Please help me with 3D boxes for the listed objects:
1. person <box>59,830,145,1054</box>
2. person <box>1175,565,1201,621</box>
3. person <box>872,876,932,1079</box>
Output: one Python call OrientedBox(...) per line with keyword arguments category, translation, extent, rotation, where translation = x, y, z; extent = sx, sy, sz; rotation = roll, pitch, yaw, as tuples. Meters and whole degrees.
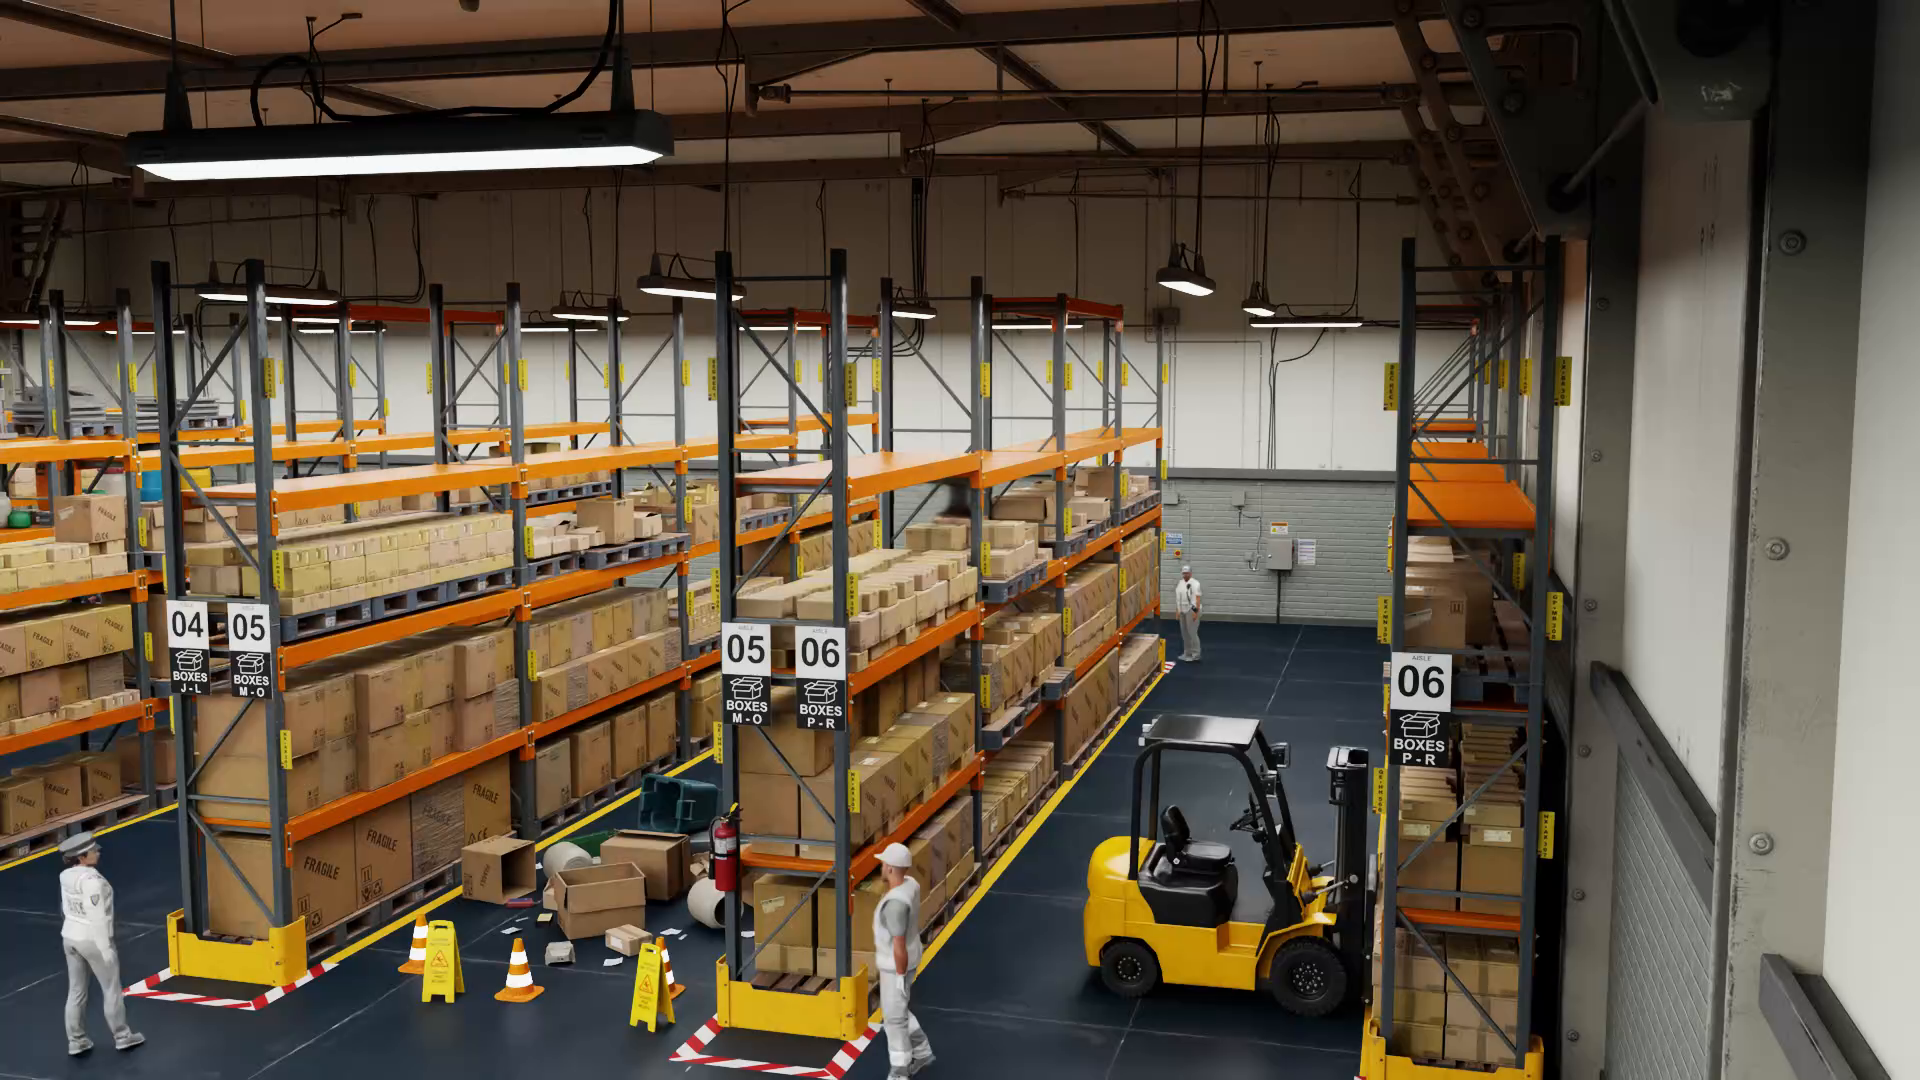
OrientedBox(category="person", translation=(-6.479, 3.004, 12.507), extent=(0.480, 1.696, 0.494), rotation=(3, 7, 26))
OrientedBox(category="person", translation=(3.967, 0.935, 28.949), extent=(0.311, 0.989, 0.517), rotation=(-3, 7, -26))
OrientedBox(category="person", translation=(-0.417, 3.110, 11.761), extent=(0.392, 1.494, 0.565), rotation=(1, 6, 8))
